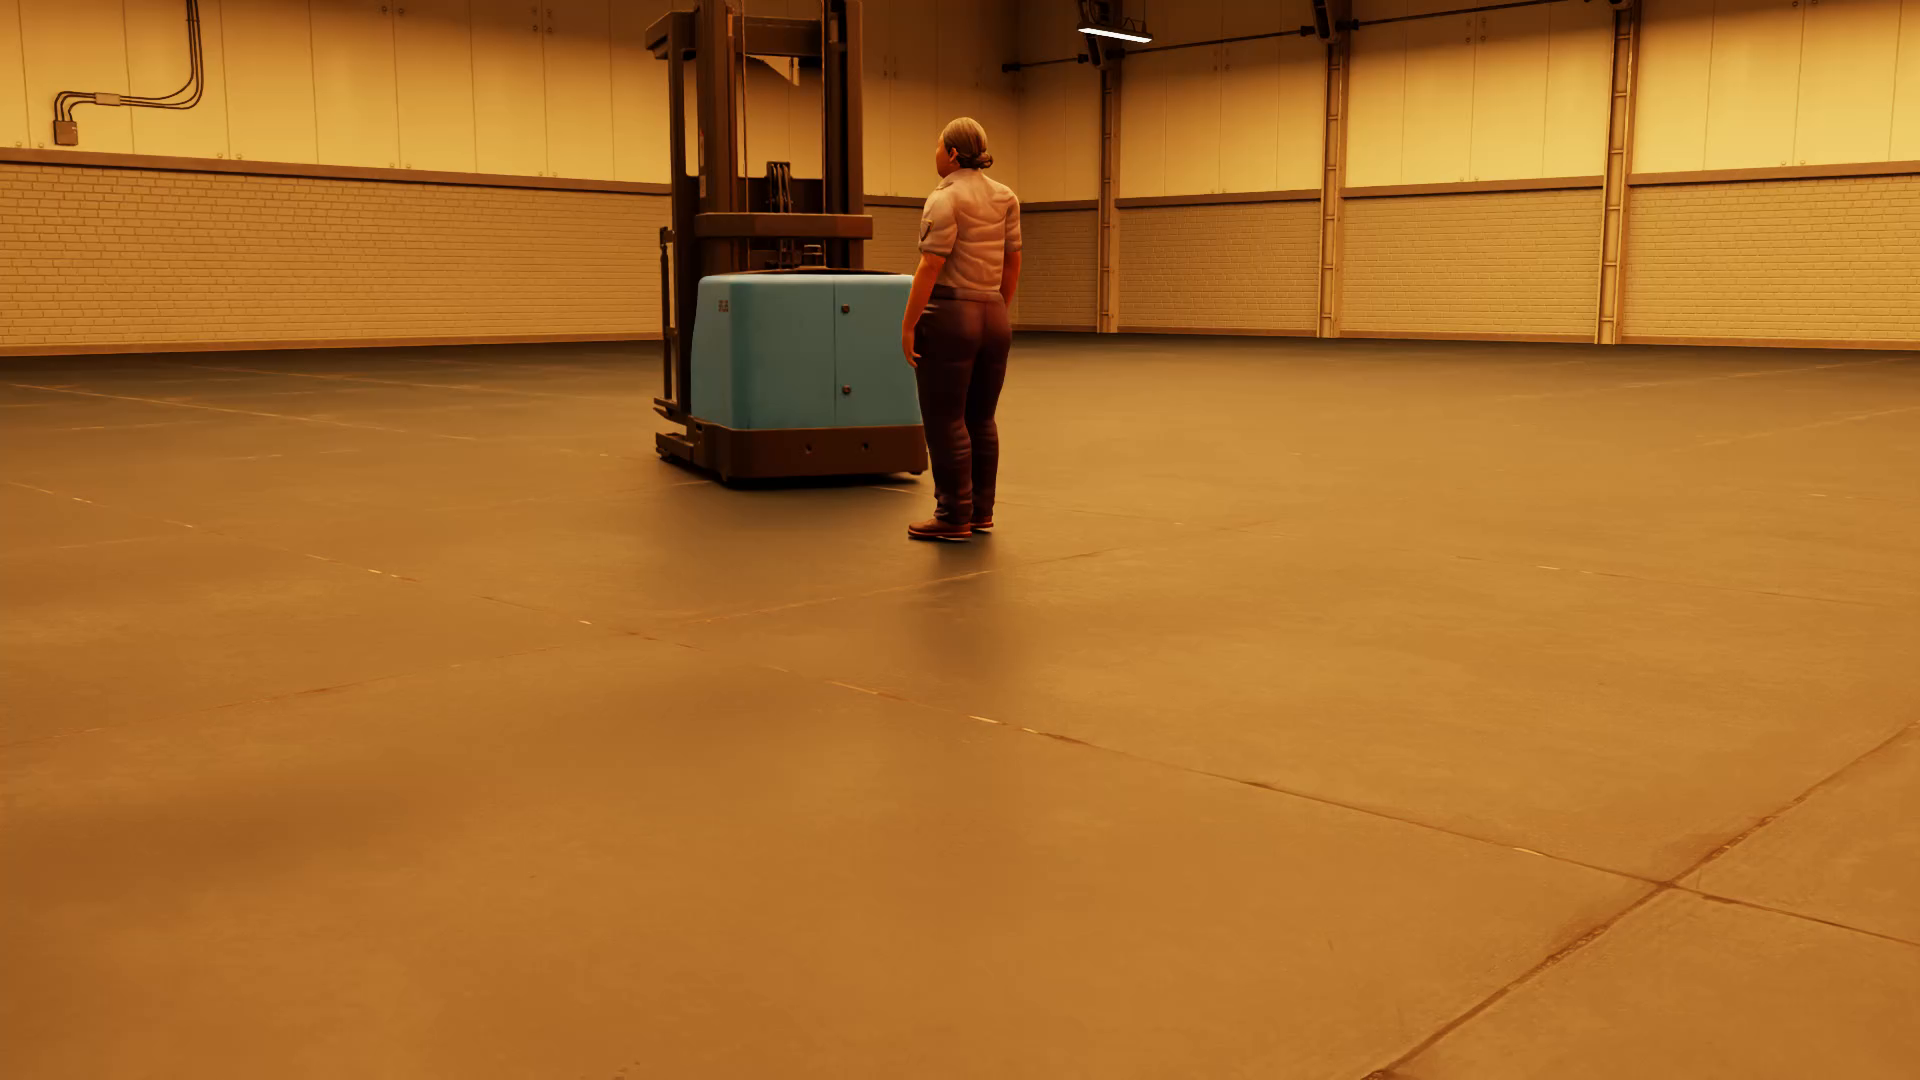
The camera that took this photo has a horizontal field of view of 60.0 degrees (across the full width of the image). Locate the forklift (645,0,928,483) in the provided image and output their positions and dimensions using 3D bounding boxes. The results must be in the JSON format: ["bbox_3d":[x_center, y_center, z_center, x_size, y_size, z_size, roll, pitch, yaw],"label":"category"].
[{"bbox_3d":[-1.171,-1.918,9.615,1.130,2.935,3.031,-3,9,-21],"label":"forklift"}]

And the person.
[{"bbox_3d":[-0.049,-0.834,6.671,0.503,1.650,0.599,8,12,43],"label":"person"}]
